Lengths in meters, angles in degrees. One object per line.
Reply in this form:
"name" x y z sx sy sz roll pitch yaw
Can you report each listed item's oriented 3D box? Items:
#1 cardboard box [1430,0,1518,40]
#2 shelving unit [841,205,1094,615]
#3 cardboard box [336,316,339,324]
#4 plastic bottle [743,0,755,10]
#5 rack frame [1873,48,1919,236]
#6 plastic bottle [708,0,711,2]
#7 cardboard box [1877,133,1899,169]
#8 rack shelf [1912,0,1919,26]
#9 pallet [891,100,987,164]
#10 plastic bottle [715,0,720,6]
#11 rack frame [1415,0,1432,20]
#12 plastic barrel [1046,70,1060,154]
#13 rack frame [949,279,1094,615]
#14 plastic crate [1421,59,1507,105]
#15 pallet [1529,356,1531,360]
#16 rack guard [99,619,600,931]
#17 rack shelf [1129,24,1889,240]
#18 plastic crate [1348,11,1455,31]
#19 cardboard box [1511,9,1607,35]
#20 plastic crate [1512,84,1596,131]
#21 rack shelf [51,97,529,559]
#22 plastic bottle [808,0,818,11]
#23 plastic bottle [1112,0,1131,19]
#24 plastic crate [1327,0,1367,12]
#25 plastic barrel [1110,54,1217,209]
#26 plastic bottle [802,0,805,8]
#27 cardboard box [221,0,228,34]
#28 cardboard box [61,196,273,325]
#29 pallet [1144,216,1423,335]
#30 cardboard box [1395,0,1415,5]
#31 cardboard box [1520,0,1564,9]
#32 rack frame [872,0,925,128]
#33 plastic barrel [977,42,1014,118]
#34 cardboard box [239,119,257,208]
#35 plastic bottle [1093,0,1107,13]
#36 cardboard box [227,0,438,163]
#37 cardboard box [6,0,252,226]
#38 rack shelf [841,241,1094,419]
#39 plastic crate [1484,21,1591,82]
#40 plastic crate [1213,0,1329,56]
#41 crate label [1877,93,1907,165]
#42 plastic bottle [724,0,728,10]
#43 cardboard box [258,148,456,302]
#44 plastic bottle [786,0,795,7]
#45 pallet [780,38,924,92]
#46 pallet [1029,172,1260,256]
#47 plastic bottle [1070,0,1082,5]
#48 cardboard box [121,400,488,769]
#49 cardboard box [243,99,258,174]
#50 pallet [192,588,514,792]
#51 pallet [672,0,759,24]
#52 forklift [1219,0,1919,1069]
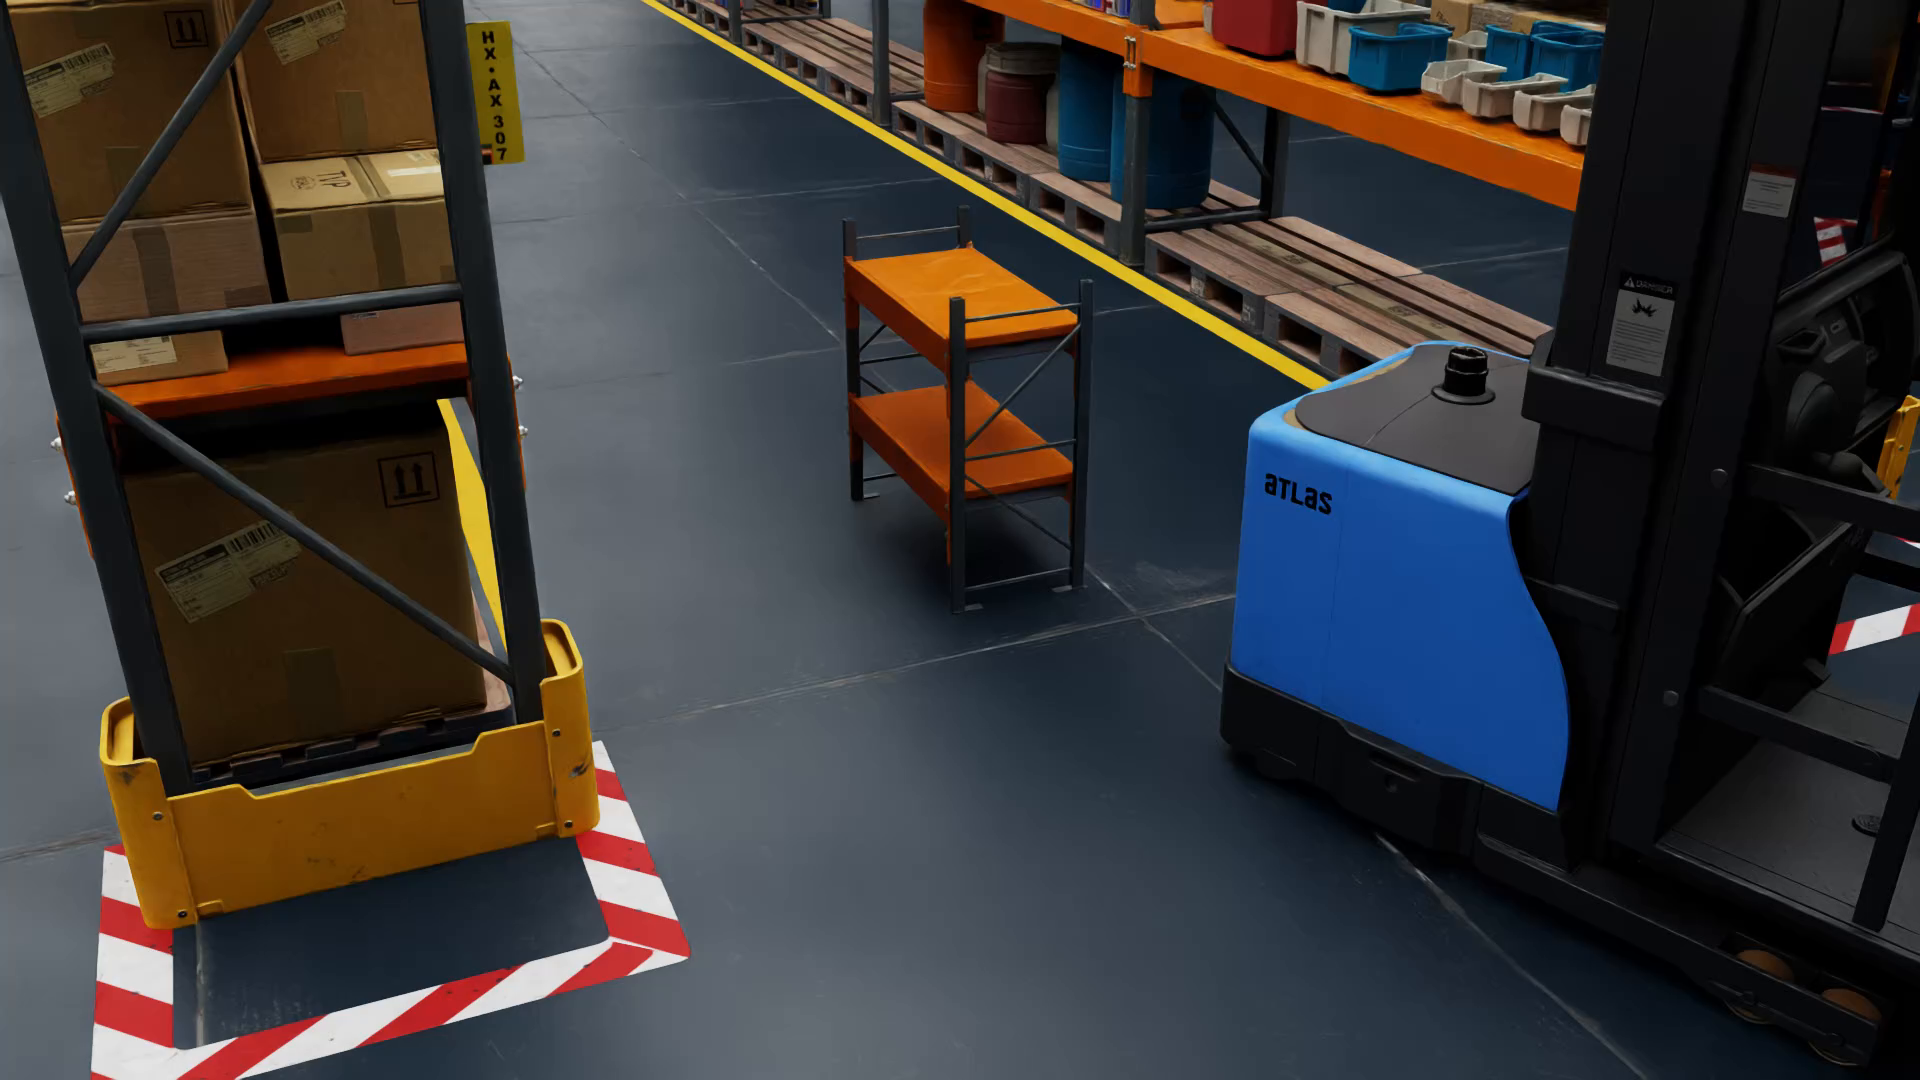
"cardboard box" 4.299 -4.299 13.984 0.500 0.500 0.500 -9 28 -18
"shelving unit" 0.003 -0.503 5.998 0.538 1.125 1.048 -11 28 -21
"cardboard box" -1.537 -0.718 4.587 0.380 0.149 0.250 -11 28 -21
"plastic bottle" -2.127 -5.465 16.543 0.144 0.351 0.185 -11 28 -21
"rack frame" 2.957 -1.378 5.654 1.000 3.000 0.127 -11 28 -21
"plastic bottle" -2.521 -5.681 17.070 0.152 0.276 0.135 -10 28 -20
"cardboard box" 5.915 -2.625 10.772 0.500 0.311 0.500 -11 28 -21
"rack shelf" 6.733 -2.712 9.206 1.077 0.370 4.000 -11 28 -21
"pallet" 0.171 -3.044 12.243 1.003 0.211 1.213 -11 28 -21
"plastic bottle" -2.437 -5.546 16.785 0.061 0.283 0.133 -9 27 -17
"rack frame" 4.384 -5.457 14.009 1.000 3.000 0.127 -11 28 -21
"plastic barrel" 0.777 -2.816 10.955 0.421 0.512 0.421 0 26 0
"rack frame" 0.202 -0.298 5.577 0.500 1.125 0.032 -11 28 -21
"plastic crate" 2.107 -1.929 7.014 0.298 0.136 0.250 -11 28 -21
"pallet" 2.670 -0.465 6.961 1.003 0.211 1.213 -11 28 -21
"rack guard" -1.591 0.606 4.440 1.175 0.500 0.348 -11 28 -21
"rack shelf" 2.174 -1.862 7.466 1.077 0.370 4.000 -11 28 -21
"plastic crate" 2.076 -2.491 8.178 0.437 0.125 0.590 -11 28 -21
"cardboard box" 4.701 -3.885 13.136 0.500 0.500 0.500 -11 28 -21
"plastic crate" 2.371 -1.704 6.554 0.396 0.136 0.243 -11 28 -21
"rack shelf" -2.383 -1.011 5.723 1.077 0.370 4.000 -11 28 -21
"plastic bottle" -1.464 -5.398 16.496 0.097 0.271 0.097 0 26 0
"plastic bottle" 0.939 -3.041 9.201 0.152 0.276 0.135 -11 28 -21
"plastic crate" 1.888 -2.883 8.686 0.392 0.384 0.575 -11 28 -21
"plastic barrel" 1.193 -2.461 9.785 0.600 0.901 0.708 -11 28 -21
"plastic bottle" -1.543 -5.449 16.679 0.097 0.201 0.097 0 26 0
"cardboard box" -3.510 -2.821 8.494 0.500 0.500 0.500 -11 28 -22
"cardboard box" -2.034 -0.744 4.186 0.500 0.250 0.500 -11 28 -21
"pallet" 1.715 -1.450 8.979 1.003 0.211 1.213 -11 28 -21
"cardboard box" 3.952 -4.832 14.743 0.500 0.311 0.500 -10 28 -19
"cardboard box" 4.966 -4.195 13.770 0.500 0.500 0.500 -9 28 -19
"rack frame" -0.176 -4.608 12.269 1.000 3.000 0.127 -11 28 -21
"plastic barrel" 0.335 -3.271 11.888 0.421 0.512 0.421 0 26 0
"cardboard box" -2.432 -1.154 5.026 0.500 0.250 0.500 -12 28 -22
"plastic bottle" 0.806 -3.130 9.374 0.061 0.283 0.133 -11 28 -21
"cardboard box" -1.735 -1.373 4.619 0.500 0.500 0.500 -11 28 -22
"cardboard box" -2.033 -1.082 4.024 0.500 0.500 0.500 -10 28 -20
"rack shelf" 0.003 -0.766 5.869 0.538 0.278 1.000 -11 28 -21
"plastic crate" 2.530 -2.139 7.334 0.416 0.233 0.300 -11 28 -21
"plastic crate" 1.510 -2.645 8.108 0.402 0.464 0.583 -11 28 -21
"crate label" 3.164 -1.486 5.998 0.416 0.233 0.303 -11 28 -21
"plastic bottle" -2.260 -5.440 16.492 0.144 0.351 0.185 -11 28 -22
"cardboard box" -1.540 -0.834 4.371 0.500 0.250 0.500 -11 28 -22
"plastic bottle" -1.713 -5.511 16.713 0.061 0.283 0.133 -11 28 -21
"pallet" -0.917 -4.166 14.542 1.003 0.211 1.213 -11 28 -21
"pallet" 1.127 -2.059 10.226 1.003 0.211 1.213 -11 28 -21
"plastic bottle" 0.730 -3.286 9.617 0.144 0.351 0.185 -11 28 -21
"cardboard box" -1.924 -0.006 4.786 0.875 0.875 0.875 -11 28 -21
"cardboard box" -1.943 -1.246 5.215 0.500 0.250 0.500 -12 28 -22
"pallet" -1.985 0.417 5.156 1.003 0.211 1.213 -11 28 -21
"pallet" -2.448 -5.741 17.768 1.003 0.211 1.213 -11 28 -21
"forklift" 2.169 -0.377 3.682 3.031 2.935 1.130 23 34 39
